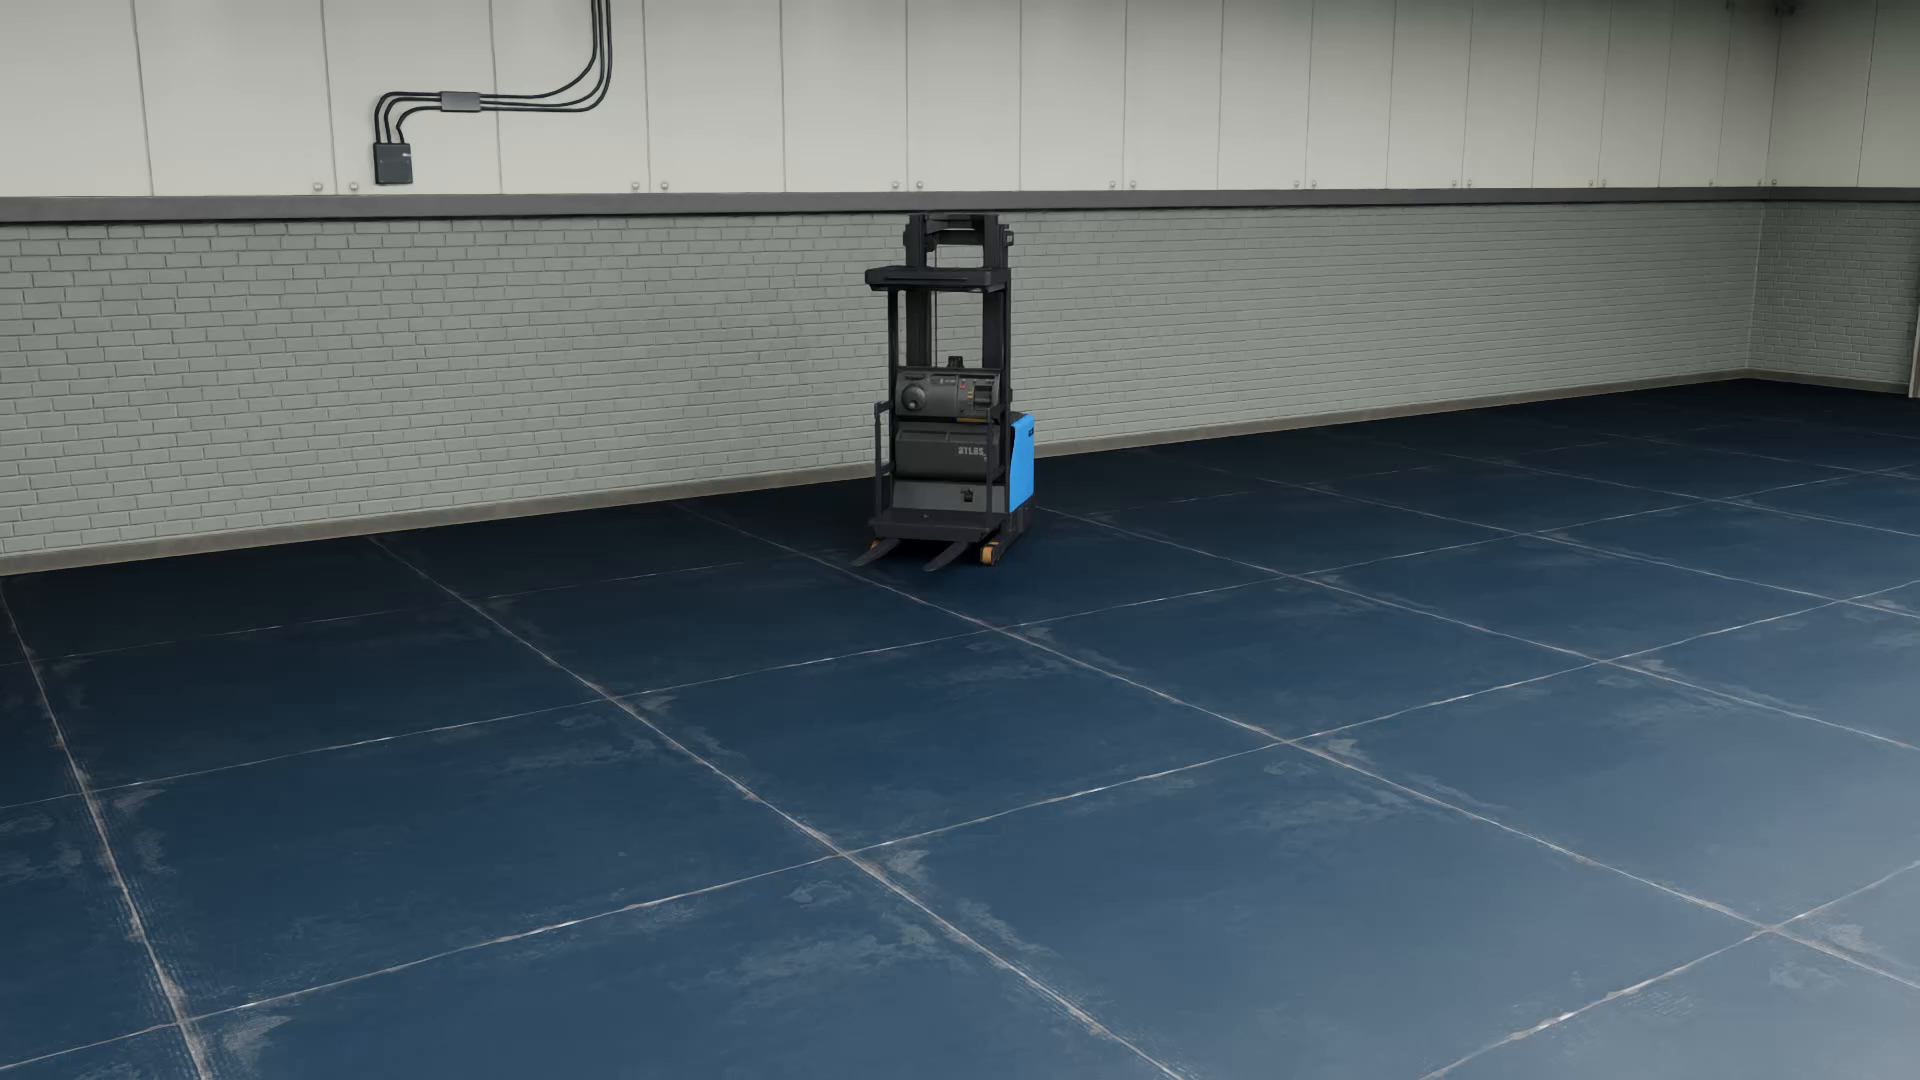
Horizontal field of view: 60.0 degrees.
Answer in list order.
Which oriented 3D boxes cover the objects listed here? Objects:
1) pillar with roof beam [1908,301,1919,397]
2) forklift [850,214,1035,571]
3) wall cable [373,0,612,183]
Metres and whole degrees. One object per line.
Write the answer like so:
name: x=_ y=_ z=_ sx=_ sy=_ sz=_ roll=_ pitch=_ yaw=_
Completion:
pillar with roof beam: x=10.984 y=-6.033 z=21.775 sx=9.100 sy=9.000 sz=0.400 roll=-8 pitch=15 yaw=-33
forklift: x=-0.161 y=-1.303 z=14.348 sx=1.130 sy=2.935 sz=3.031 roll=3 pitch=13 yaw=15
wall cable: x=-4.275 y=-6.277 z=14.929 sx=2.305 sy=6.003 sz=0.169 roll=-8 pitch=15 yaw=-33
